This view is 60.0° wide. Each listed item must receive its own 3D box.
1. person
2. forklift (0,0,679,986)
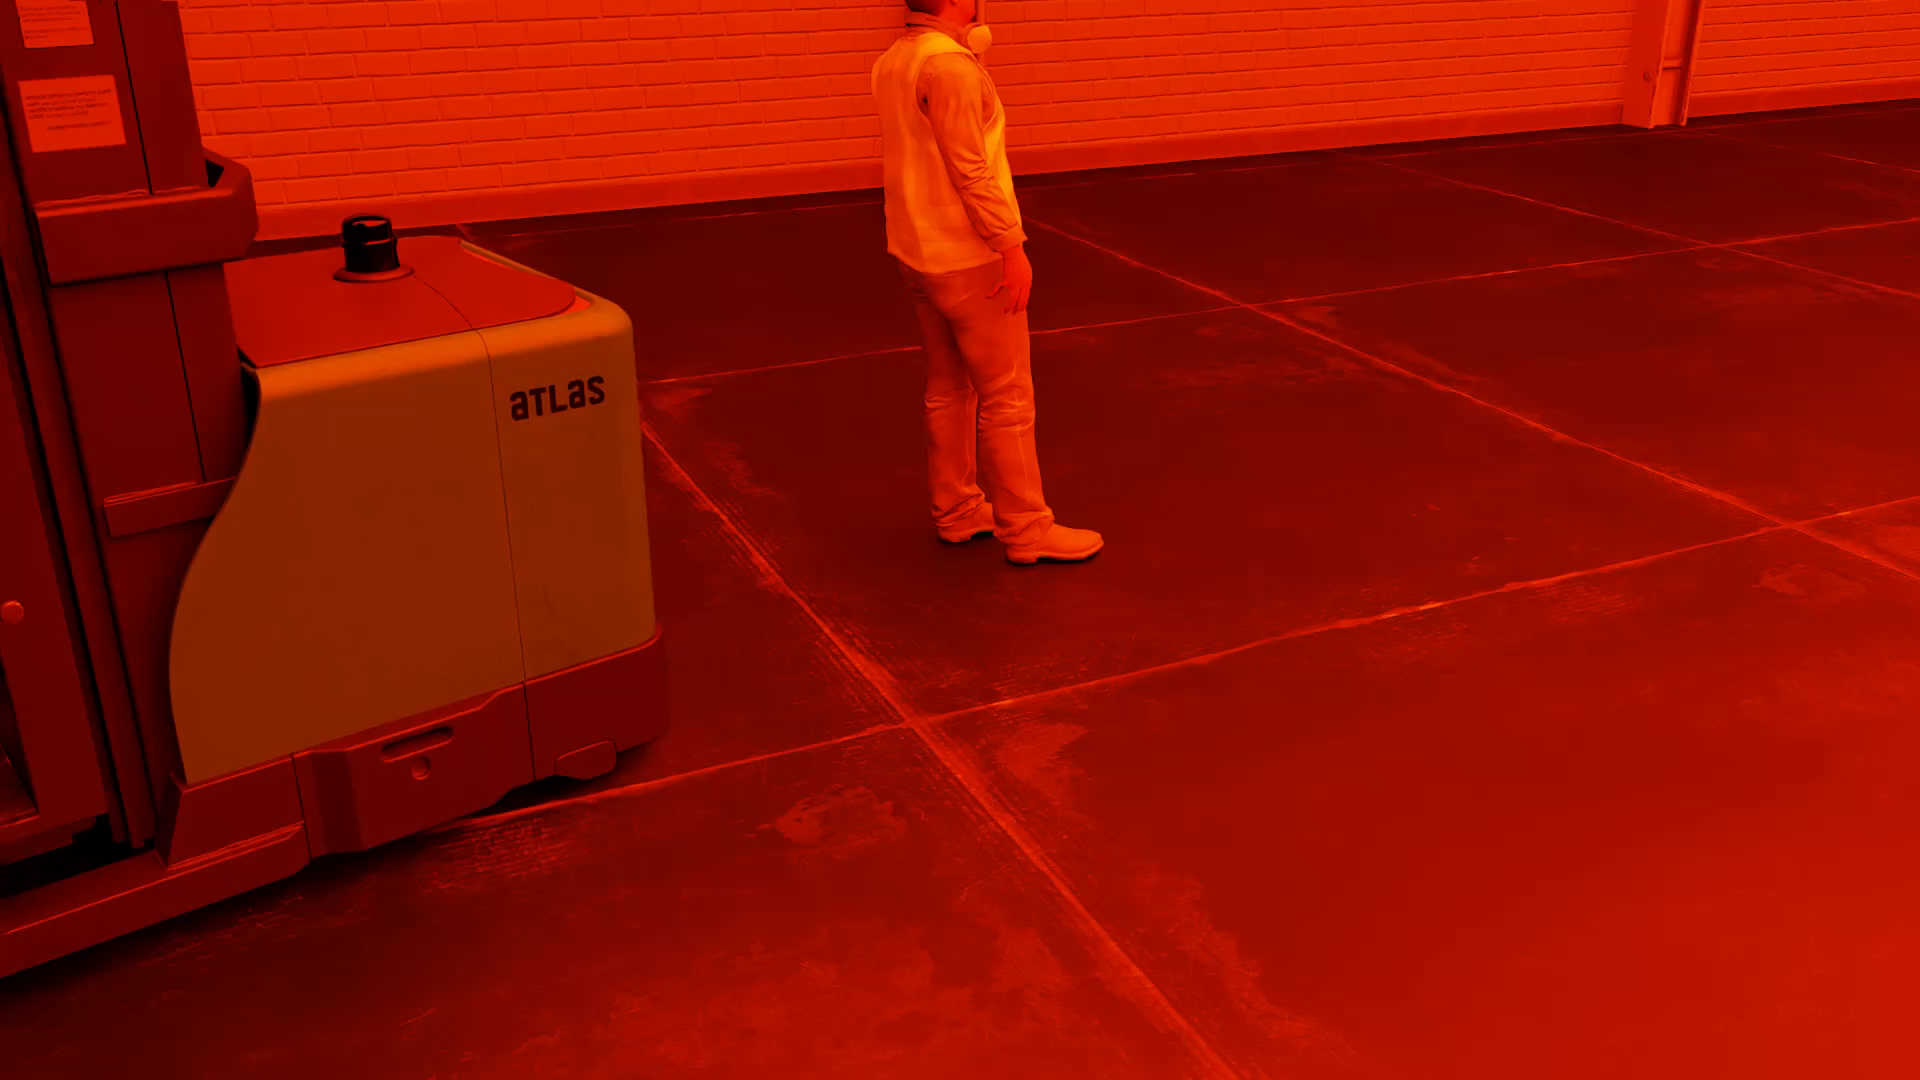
[{"bbox_3d":[0.060,-0.834,4.782,0.566,1.775,0.634,-10,25,-23],"label":"person"},{"bbox_3d":[-2.126,-0.648,2.845,3.031,2.935,1.130,-17,28,-35],"label":"forklift"}]
